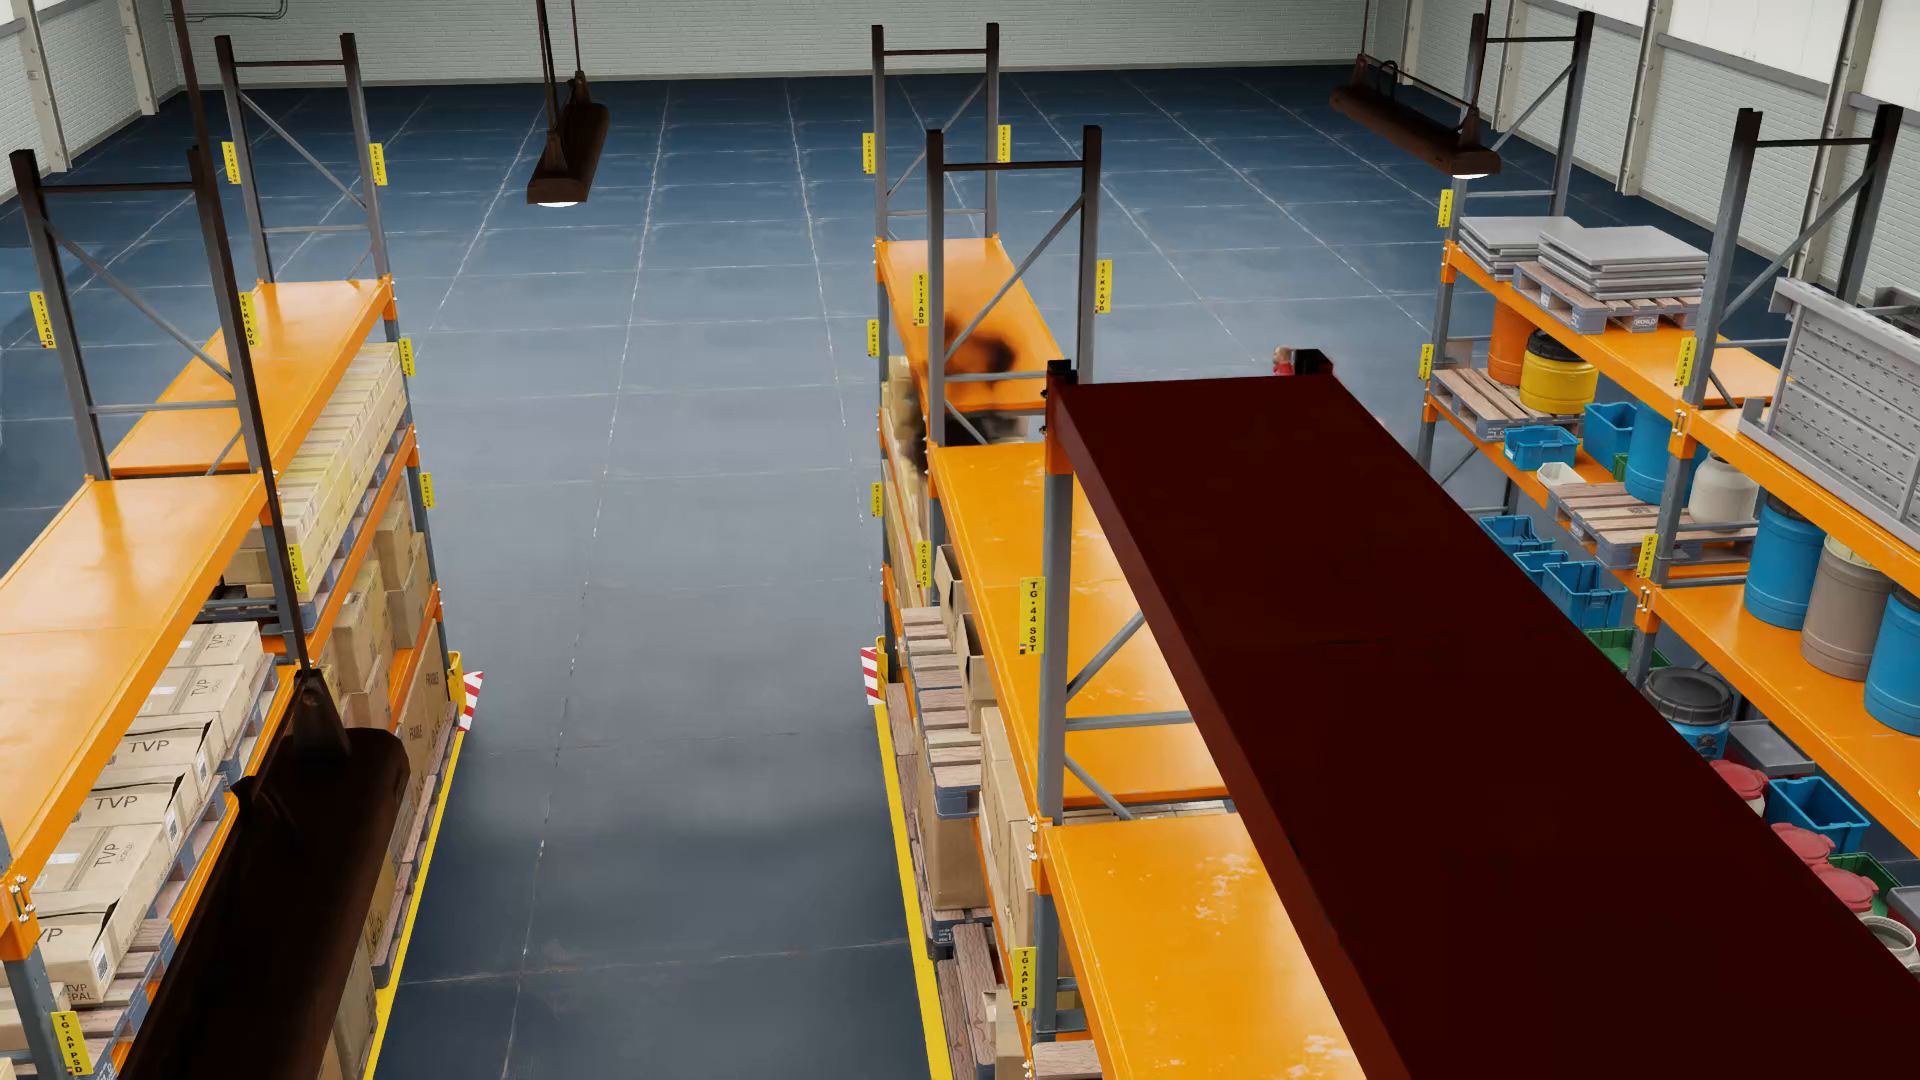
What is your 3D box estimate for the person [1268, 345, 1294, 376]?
[{"bbox_3d":[3.768,-1.411,19.467,0.849,1.757,0.657,10,27,21],"label":"person"}]
